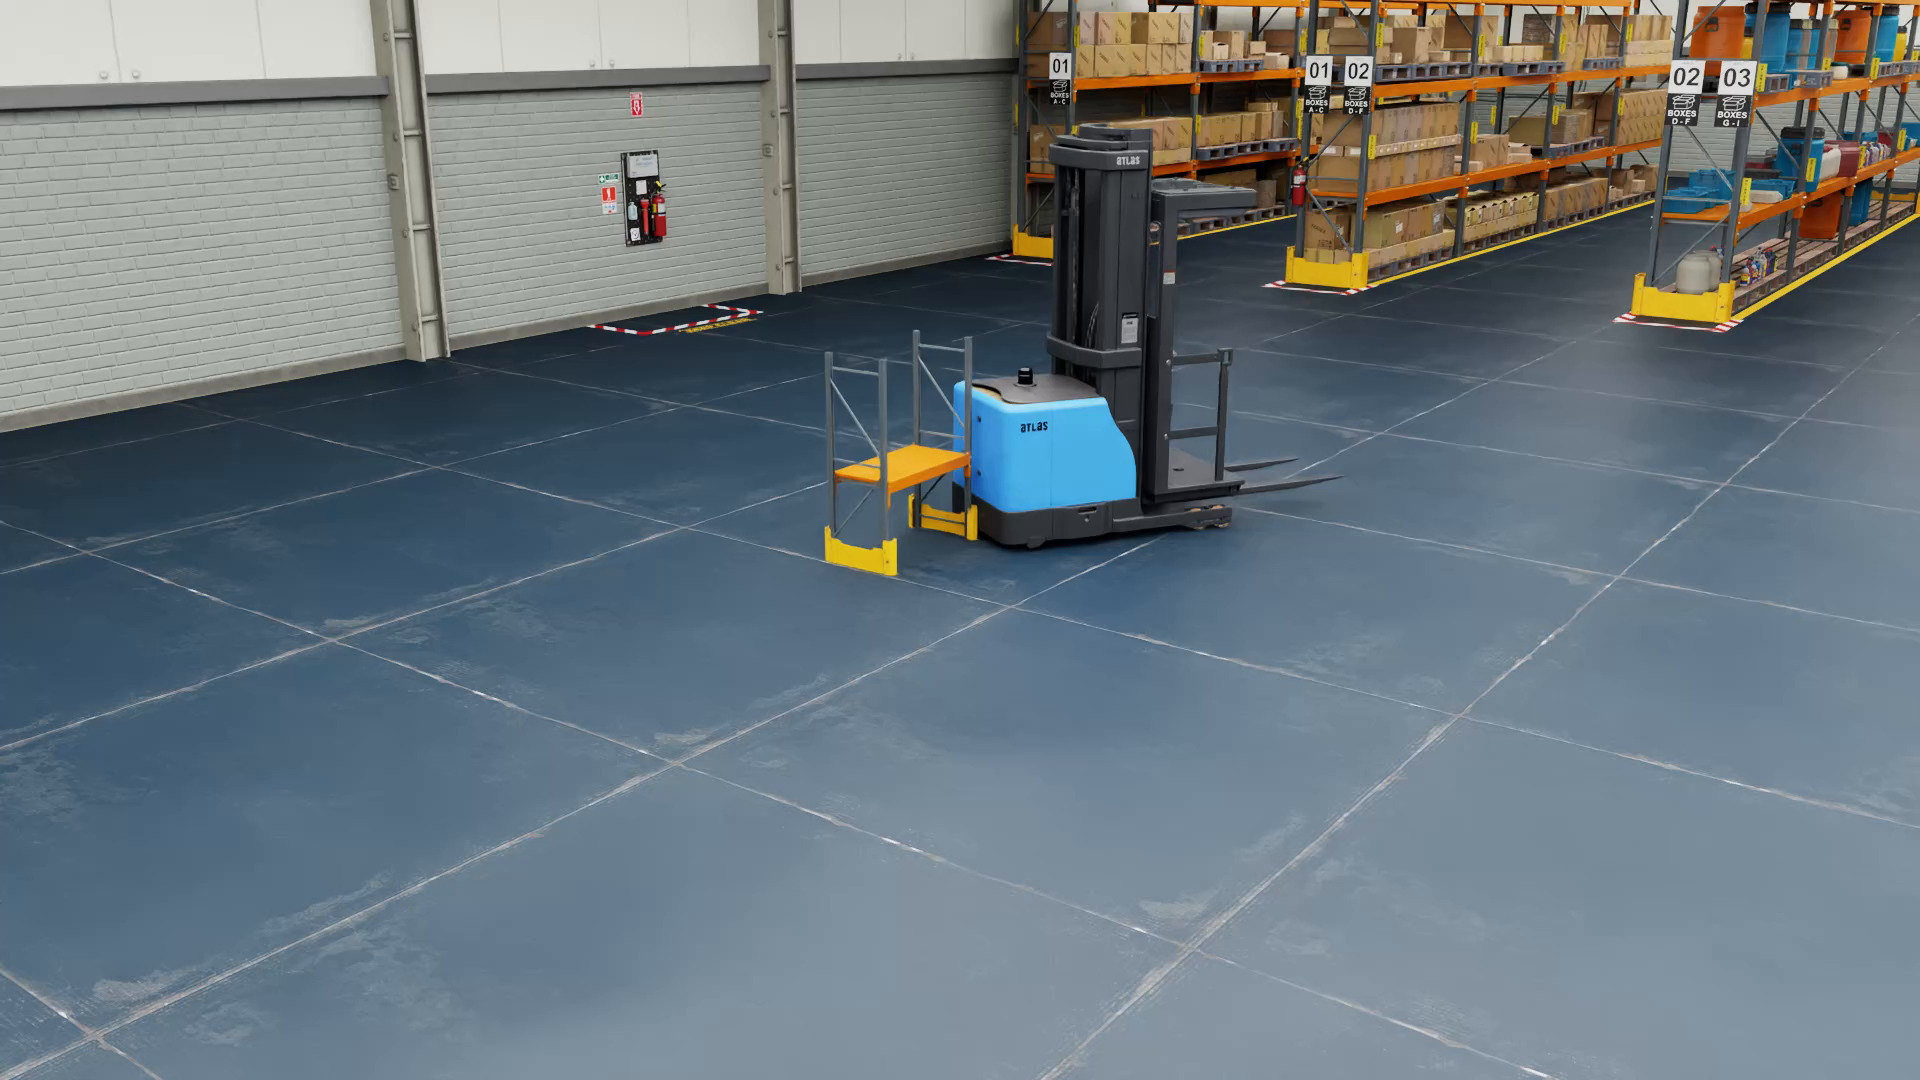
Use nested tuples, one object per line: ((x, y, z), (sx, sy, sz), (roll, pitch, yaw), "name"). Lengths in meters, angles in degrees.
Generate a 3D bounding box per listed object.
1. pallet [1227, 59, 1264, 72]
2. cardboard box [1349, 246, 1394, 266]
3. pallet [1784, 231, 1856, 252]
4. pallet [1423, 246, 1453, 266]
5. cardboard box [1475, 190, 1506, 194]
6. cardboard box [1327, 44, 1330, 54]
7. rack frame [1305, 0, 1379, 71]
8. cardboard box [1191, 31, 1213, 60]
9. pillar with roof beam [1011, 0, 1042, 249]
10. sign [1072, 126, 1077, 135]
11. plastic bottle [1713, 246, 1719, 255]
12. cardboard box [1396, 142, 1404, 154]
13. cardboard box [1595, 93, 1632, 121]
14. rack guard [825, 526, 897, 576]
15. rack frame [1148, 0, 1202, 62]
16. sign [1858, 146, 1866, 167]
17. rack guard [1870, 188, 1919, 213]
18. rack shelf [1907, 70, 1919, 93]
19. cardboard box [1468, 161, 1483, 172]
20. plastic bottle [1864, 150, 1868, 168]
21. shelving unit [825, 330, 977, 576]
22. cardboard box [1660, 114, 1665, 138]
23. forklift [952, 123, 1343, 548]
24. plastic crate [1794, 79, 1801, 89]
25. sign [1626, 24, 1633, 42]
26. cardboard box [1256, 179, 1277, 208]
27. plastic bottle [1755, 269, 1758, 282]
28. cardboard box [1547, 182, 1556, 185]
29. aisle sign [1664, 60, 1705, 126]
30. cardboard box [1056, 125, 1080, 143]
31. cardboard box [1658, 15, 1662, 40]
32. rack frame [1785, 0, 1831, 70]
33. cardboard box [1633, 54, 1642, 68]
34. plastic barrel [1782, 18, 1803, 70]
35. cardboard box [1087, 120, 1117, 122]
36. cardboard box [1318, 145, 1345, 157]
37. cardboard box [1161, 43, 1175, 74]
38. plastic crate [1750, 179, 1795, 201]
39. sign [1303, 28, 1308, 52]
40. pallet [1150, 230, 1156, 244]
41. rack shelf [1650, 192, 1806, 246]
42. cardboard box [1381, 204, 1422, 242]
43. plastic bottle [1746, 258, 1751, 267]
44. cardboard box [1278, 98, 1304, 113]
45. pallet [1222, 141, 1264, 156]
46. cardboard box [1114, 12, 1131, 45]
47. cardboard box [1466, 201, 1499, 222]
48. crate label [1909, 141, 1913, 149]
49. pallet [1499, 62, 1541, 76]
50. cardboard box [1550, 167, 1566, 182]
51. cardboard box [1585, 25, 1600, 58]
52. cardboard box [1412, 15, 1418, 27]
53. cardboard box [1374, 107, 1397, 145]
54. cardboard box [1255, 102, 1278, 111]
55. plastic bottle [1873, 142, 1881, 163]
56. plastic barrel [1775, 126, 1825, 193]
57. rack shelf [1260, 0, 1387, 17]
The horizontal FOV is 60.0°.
((4.822, -8.721, 30.528), (1.213, 0.211, 1.003), (12, 21, 35), "pallet")
((6.144, -4.271, 24.867), (0.500, 0.250, 0.500), (12, 21, 35), "cardboard box")
((14.529, -5.068, 28.207), (1.003, 0.211, 1.213), (12, 21, 35), "pallet")
((7.226, -4.614, 26.746), (1.003, 0.211, 1.213), (12, 21, 35), "pallet")
((9.569, -6.163, 30.014), (0.500, 0.311, 0.500), (13, 22, 37), "cardboard box")
((7.278, -10.156, 33.922), (0.700, 0.500, 0.500), (12, 21, 35), "cardboard box")
((5.350, -8.040, 22.961), (1.000, 3.000, 0.127), (12, 21, 35), "rack frame")
((4.143, -8.799, 29.587), (0.500, 0.500, 0.500), (16, 24, 42), "cardboard box")
((4.550, -8.474, 24.357), (9.100, 9.000, 0.400), (12, 21, 35), "pillar with roof beam")
((1.806, -6.367, 26.230), (0.100, 0.325, 0.005), (12, 21, 35), "sign")
((10.895, -4.078, 24.042), (0.144, 0.351, 0.185), (13, 22, 36), "plastic bottle")
((6.371, -5.834, 24.711), (0.380, 0.149, 0.250), (12, 21, 33), "cardboard box")
((13.007, -8.621, 33.093), (0.500, 0.500, 0.500), (13, 22, 36), "cardboard box")
((-0.693, 0.073, 11.586), (0.587, 0.250, 0.087), (12, 21, 33), "rack guard")
((3.753, -9.867, 28.845), (1.000, 3.000, 0.127), (12, 21, 35), "rack frame")
((14.539, -6.187, 26.833), (0.100, 0.325, 0.005), (12, 21, 35), "sign")
((18.864, -6.924, 33.698), (1.175, 0.500, 0.348), (12, 21, 35), "rack guard")
((17.668, -8.722, 31.429), (1.077, 0.370, 4.000), (12, 21, 35), "rack shelf")
((8.426, -6.183, 27.519), (0.380, 0.149, 0.250), (12, 21, 35), "cardboard box")
((15.336, -6.462, 28.191), (0.061, 0.283, 0.133), (12, 21, 35), "plastic bottle")
((-0.411, -0.645, 11.792), (0.587, 1.500, 1.083), (12, 21, 33), "shelving unit")
((14.836, -8.879, 35.609), (0.500, 0.500, 0.500), (13, 22, 36), "cardboard box")
((1.503, -1.606, 12.472), (3.031, 2.935, 1.130), (-7, 19, -22), "forklift")
((11.078, -6.105, 22.230), (0.243, 0.136, 0.396), (12, 21, 35), "plastic crate")
((12.948, -9.804, 32.162), (0.100, 0.325, 0.005), (12, 21, 35), "sign")
((5.749, -6.791, 32.526), (0.700, 0.500, 0.500), (13, 21, 35), "cardboard box")
((10.980, -3.679, 23.008), (0.097, 0.201, 0.097), (0, 17, 0), "plastic bottle")
((11.102, -6.610, 31.946), (0.500, 0.500, 0.500), (11, 21, 33), "cardboard box")
((9.045, -5.576, 20.758), (0.394, 0.787, 0.004), (12, 21, 35), "aisle sign")
((1.896, -6.406, 26.770), (0.500, 0.500, 0.500), (12, 21, 35), "cardboard box")
((14.225, -10.714, 34.776), (0.700, 0.500, 0.500), (12, 21, 35), "cardboard box")
((11.710, -8.117, 23.208), (1.000, 3.000, 0.127), (12, 21, 35), "rack frame")
((13.290, -9.585, 33.245), (0.500, 0.250, 0.500), (12, 21, 35), "cardboard box")
((11.838, -7.083, 24.092), (0.600, 0.901, 0.708), (12, 21, 35), "plastic barrel")
((2.392, -6.857, 28.223), (0.500, 0.500, 0.500), (13, 21, 35), "cardboard box")
((5.425, -5.657, 24.141), (0.380, 0.149, 0.250), (12, 21, 34), "cardboard box")
((3.339, -8.210, 28.364), (0.500, 0.500, 0.500), (10, 20, 30), "cardboard box")
((11.268, -4.869, 23.116), (0.499, 0.251, 0.616), (12, 21, 35), "plastic crate")
((4.923, -7.092, 23.606), (0.100, 0.325, 0.005), (12, 21, 35), "sign")
((2.655, -5.213, 28.673), (1.003, 0.211, 1.213), (12, 21, 35), "pallet")
((10.518, -4.432, 22.670), (1.077, 0.370, 4.000), (12, 21, 35), "rack shelf")
((6.745, -4.866, 25.519), (0.500, 0.500, 0.500), (12, 21, 35), "cardboard box")
((11.065, -3.818, 23.320), (0.061, 0.283, 0.133), (12, 21, 35), "plastic bottle")
((6.631, -8.582, 32.853), (0.500, 0.250, 0.500), (13, 22, 36), "cardboard box")
((4.990, -7.385, 31.290), (1.003, 0.211, 1.213), (12, 21, 35), "pallet")
((2.430, -8.300, 26.969), (0.500, 0.500, 0.500), (13, 22, 36), "cardboard box")
((8.790, -5.579, 28.135), (0.500, 0.311, 0.500), (12, 21, 33), "cardboard box")
((18.189, -7.649, 32.161), (0.396, 0.136, 0.243), (12, 21, 35), "crate label")
((9.121, -7.979, 28.139), (1.003, 0.211, 1.213), (14, 22, 37), "pallet")
((11.421, -7.097, 32.250), (0.500, 0.250, 0.500), (12, 21, 35), "cardboard box")
((11.761, -9.492, 31.648), (0.600, 0.600, 0.600), (12, 21, 34), "cardboard box")
((9.761, -11.237, 36.427), (0.500, 0.500, 0.500), (13, 21, 35), "cardboard box")
((5.979, -6.090, 24.442), (0.700, 0.500, 0.500), (12, 21, 33), "cardboard box")
((5.955, -8.435, 32.345), (0.380, 0.149, 0.250), (9, 20, 28), "cardboard box")
((16.081, -6.813, 29.208), (0.144, 0.351, 0.185), (12, 21, 35), "plastic bottle")
((12.183, -5.530, 24.147), (0.600, 0.901, 0.708), (12, 21, 35), "plastic barrel")
((7.328, -10.762, 33.613), (1.077, 0.370, 4.000), (12, 21, 35), "rack shelf")
